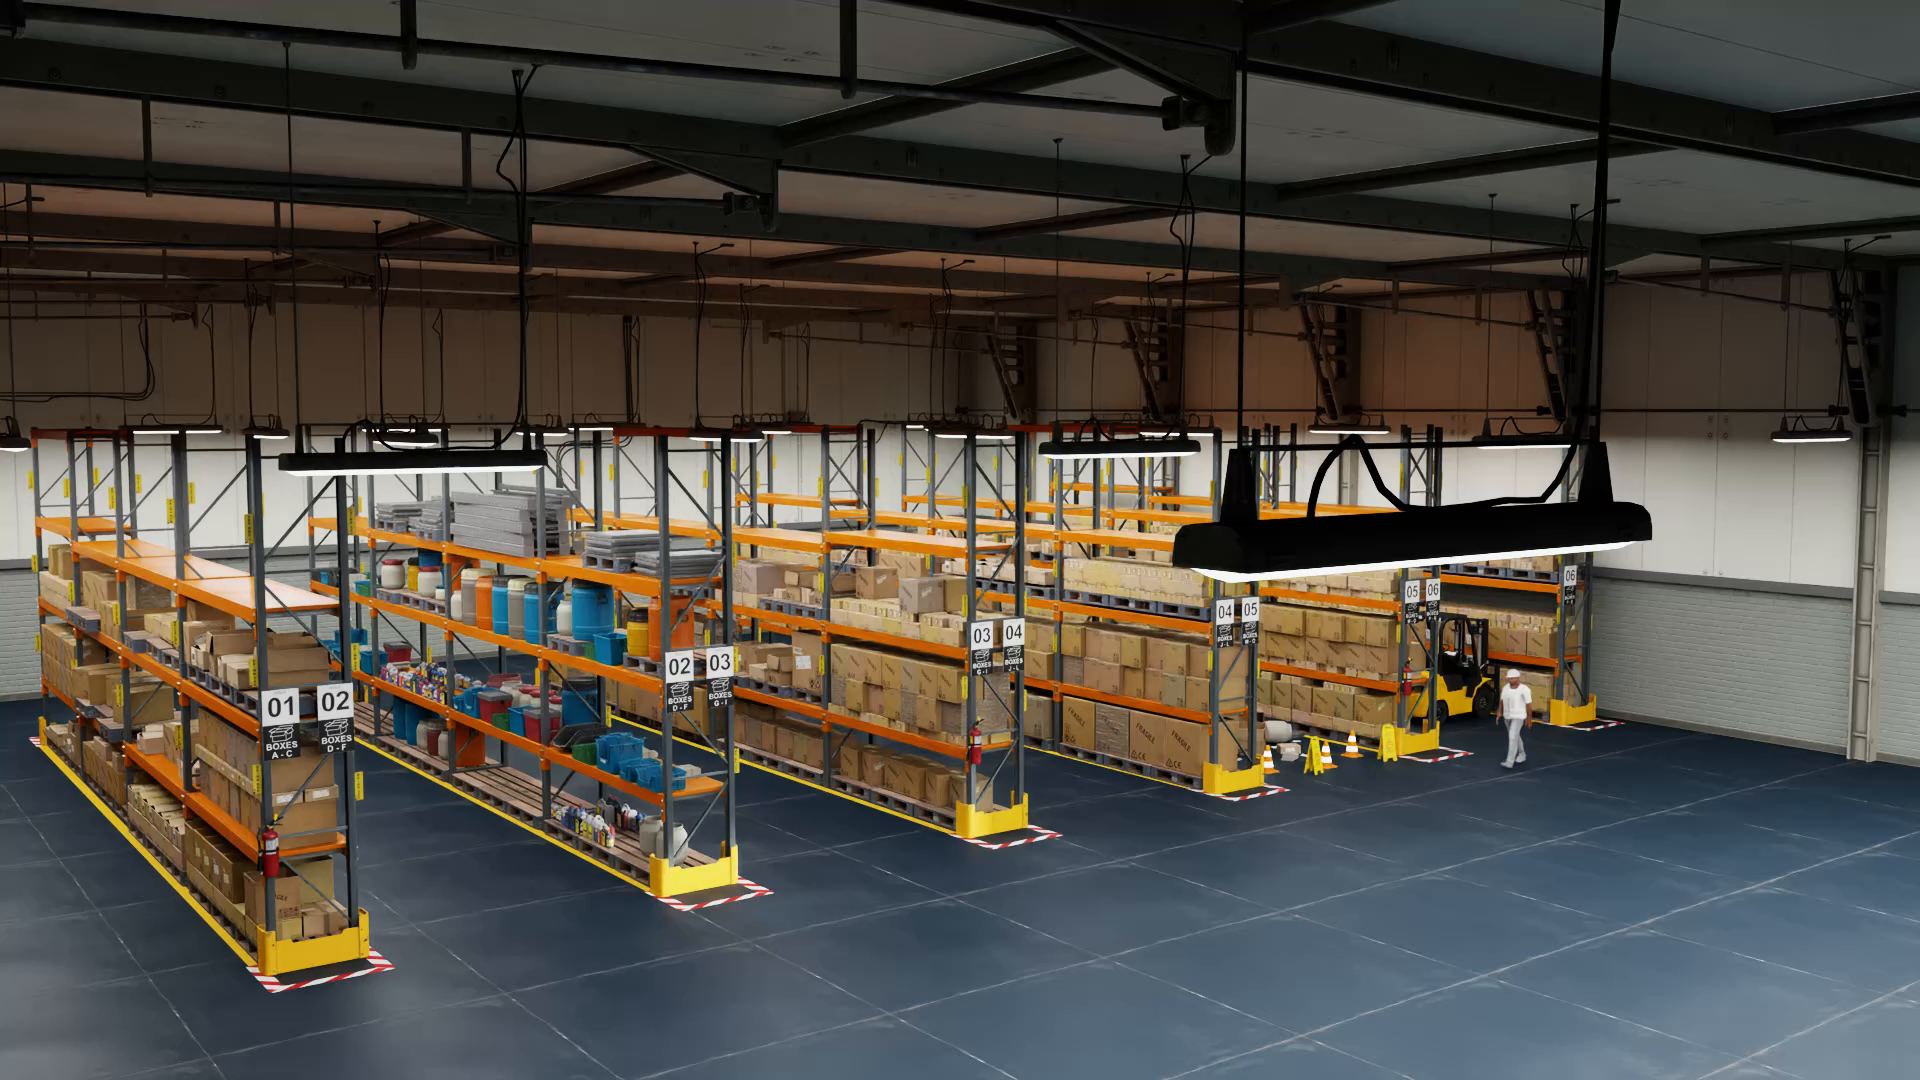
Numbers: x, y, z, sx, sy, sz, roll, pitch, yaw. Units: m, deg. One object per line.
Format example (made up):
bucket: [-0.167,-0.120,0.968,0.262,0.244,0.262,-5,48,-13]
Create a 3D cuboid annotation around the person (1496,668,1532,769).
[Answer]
person: [9.795,3.149,29.517,0.909,1.742,0.568,-2,5,-28]
